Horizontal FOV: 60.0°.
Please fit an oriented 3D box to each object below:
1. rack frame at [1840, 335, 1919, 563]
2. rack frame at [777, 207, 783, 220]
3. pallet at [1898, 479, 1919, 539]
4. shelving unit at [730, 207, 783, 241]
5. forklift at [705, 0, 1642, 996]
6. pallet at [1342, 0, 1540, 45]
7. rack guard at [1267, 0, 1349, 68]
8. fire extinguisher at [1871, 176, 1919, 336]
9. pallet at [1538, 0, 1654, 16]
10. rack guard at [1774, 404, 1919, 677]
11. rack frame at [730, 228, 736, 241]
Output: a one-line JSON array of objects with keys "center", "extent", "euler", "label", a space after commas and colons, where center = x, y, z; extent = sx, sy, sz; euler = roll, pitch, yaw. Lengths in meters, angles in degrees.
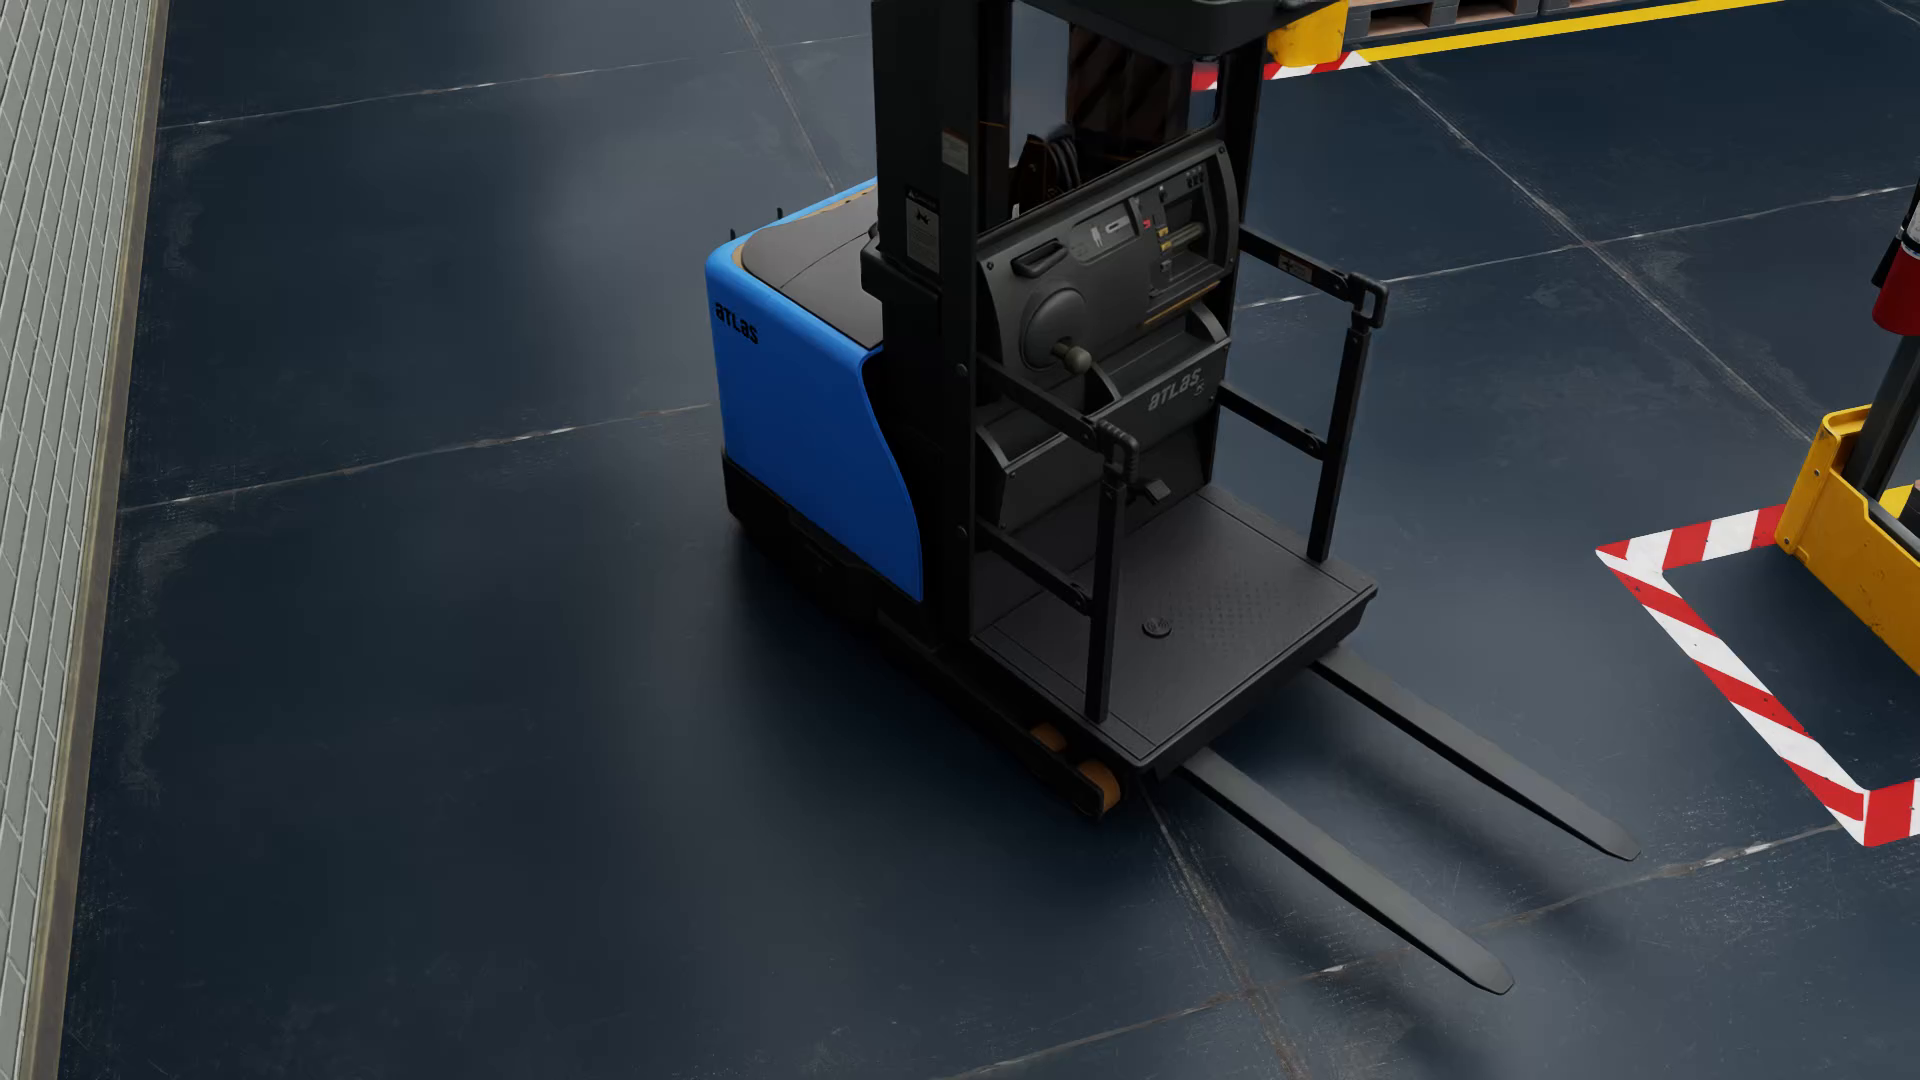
[{"center": [3.158, -0.836, 4.427], "extent": [0.127, 3.000, 1.000], "euler": [-12, 42, -13], "label": "rack frame"}, {"center": [-0.540, -0.742, 5.915], "extent": [0.006, 0.900, 0.240], "euler": [-32, 51, -32], "label": "rack frame"}, {"center": [3.957, 0.075, 5.504], "extent": [1.213, 0.211, 1.003], "euler": [-12, 42, -13], "label": "pallet"}, {"center": [-0.613, -0.695, 5.862], "extent": [0.210, 0.900, 0.258], "euler": [-32, 51, -32], "label": "shelving unit"}, {"center": [0.560, -0.688, 4.309], "extent": [1.130, 2.935, 3.031], "euler": [-31, 50, -31], "label": "forklift"}, {"center": [2.410, -3.102, 9.140], "extent": [1.213, 0.211, 1.003], "euler": [-12, 42, -13], "label": "pallet"}, {"center": [1.648, -2.998, 8.802], "extent": [0.348, 0.500, 1.175], "euler": [-12, 42, -13], "label": "rack guard"}, {"center": [2.878, -0.922, 4.868], "extent": [0.183, 0.674, 0.296], "euler": [-12, 42, -13], "label": "fire extinguisher"}, {"center": [3.571, -3.340, 9.413], "extent": [1.213, 0.211, 1.003], "euler": [-12, 42, -13], "label": "pallet"}, {"center": [3.139, 0.118, 5.235], "extent": [0.348, 0.500, 1.175], "euler": [-12, 42, -13], "label": "rack guard"}, {"center": [-0.686, -0.649, 5.809], "extent": [0.006, 0.900, 0.240], "euler": [-32, 51, -32], "label": "rack frame"}]
